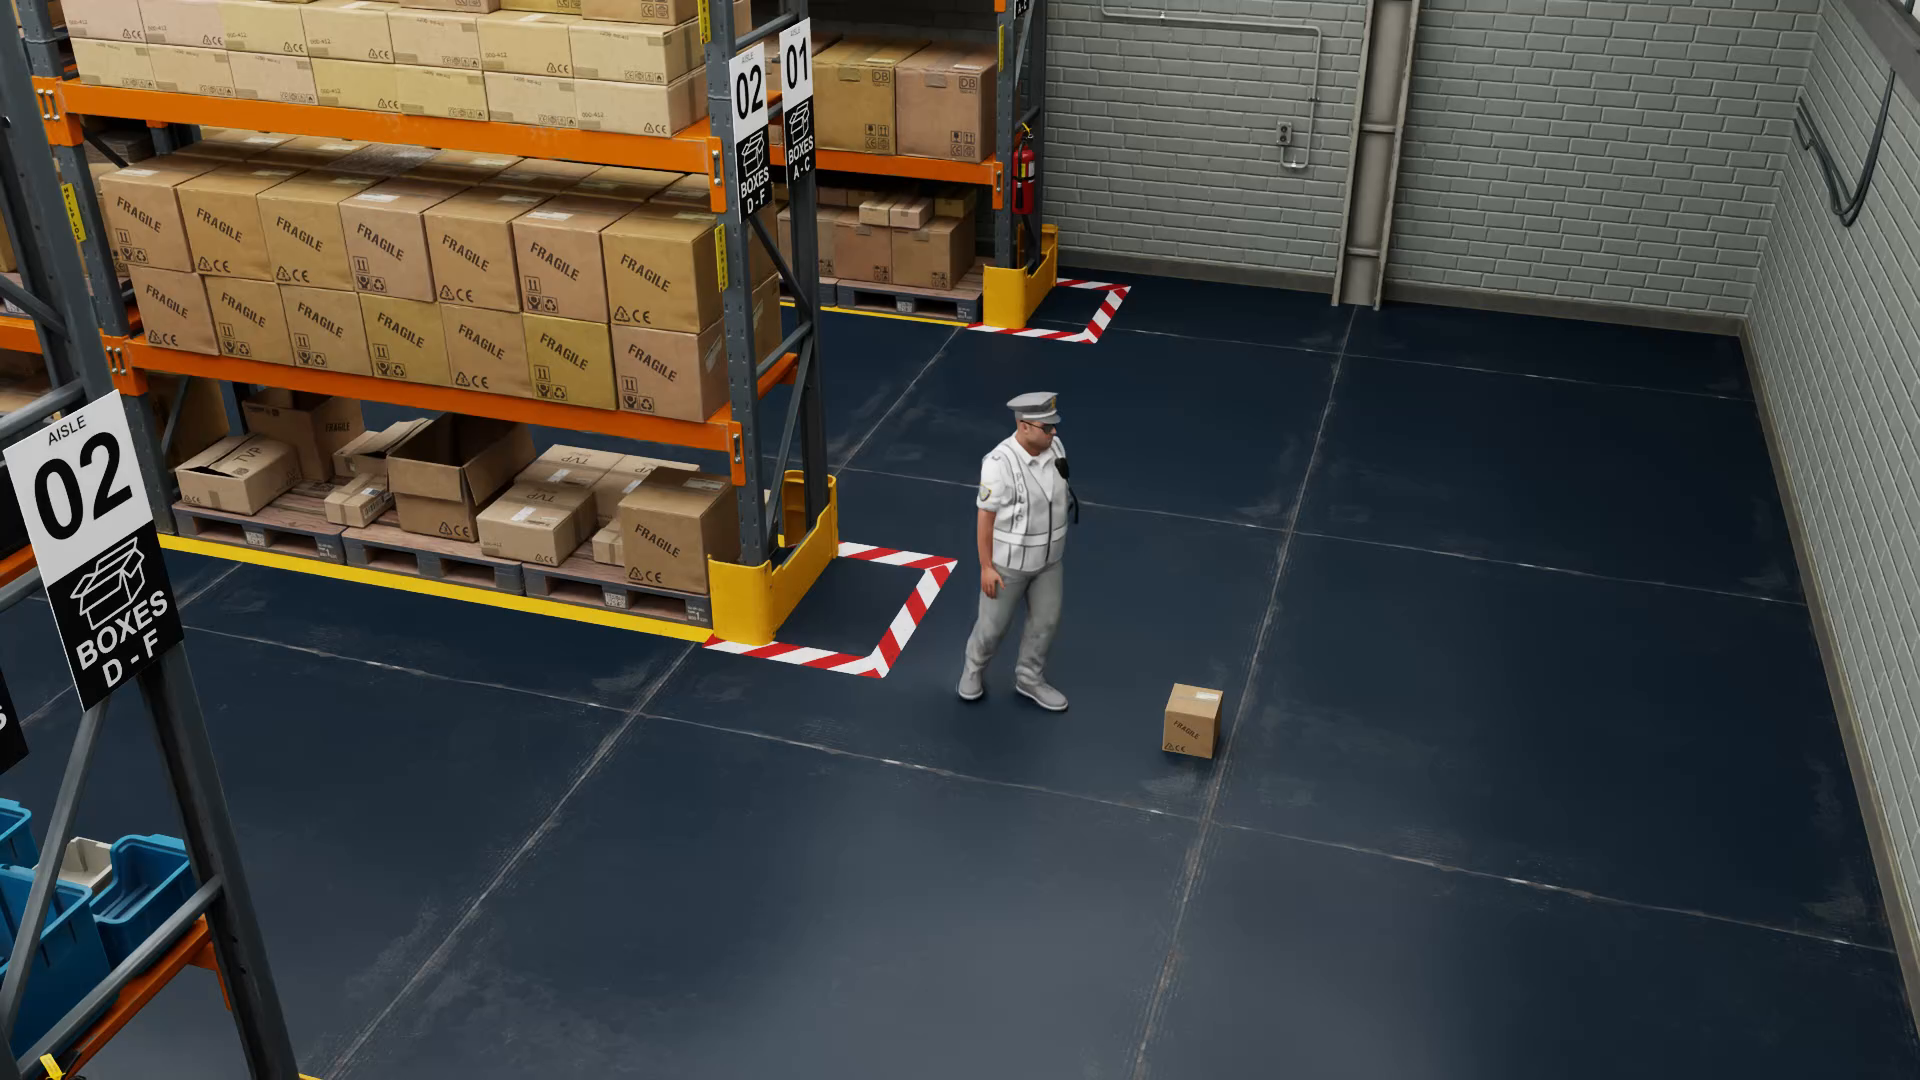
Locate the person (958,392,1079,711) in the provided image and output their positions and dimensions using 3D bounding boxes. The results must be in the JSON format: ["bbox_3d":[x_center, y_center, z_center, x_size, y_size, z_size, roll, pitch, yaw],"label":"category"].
[{"bbox_3d":[0.288,0.045,8.407,0.565,1.756,0.591,-20,35,-32],"label":"person"}]
